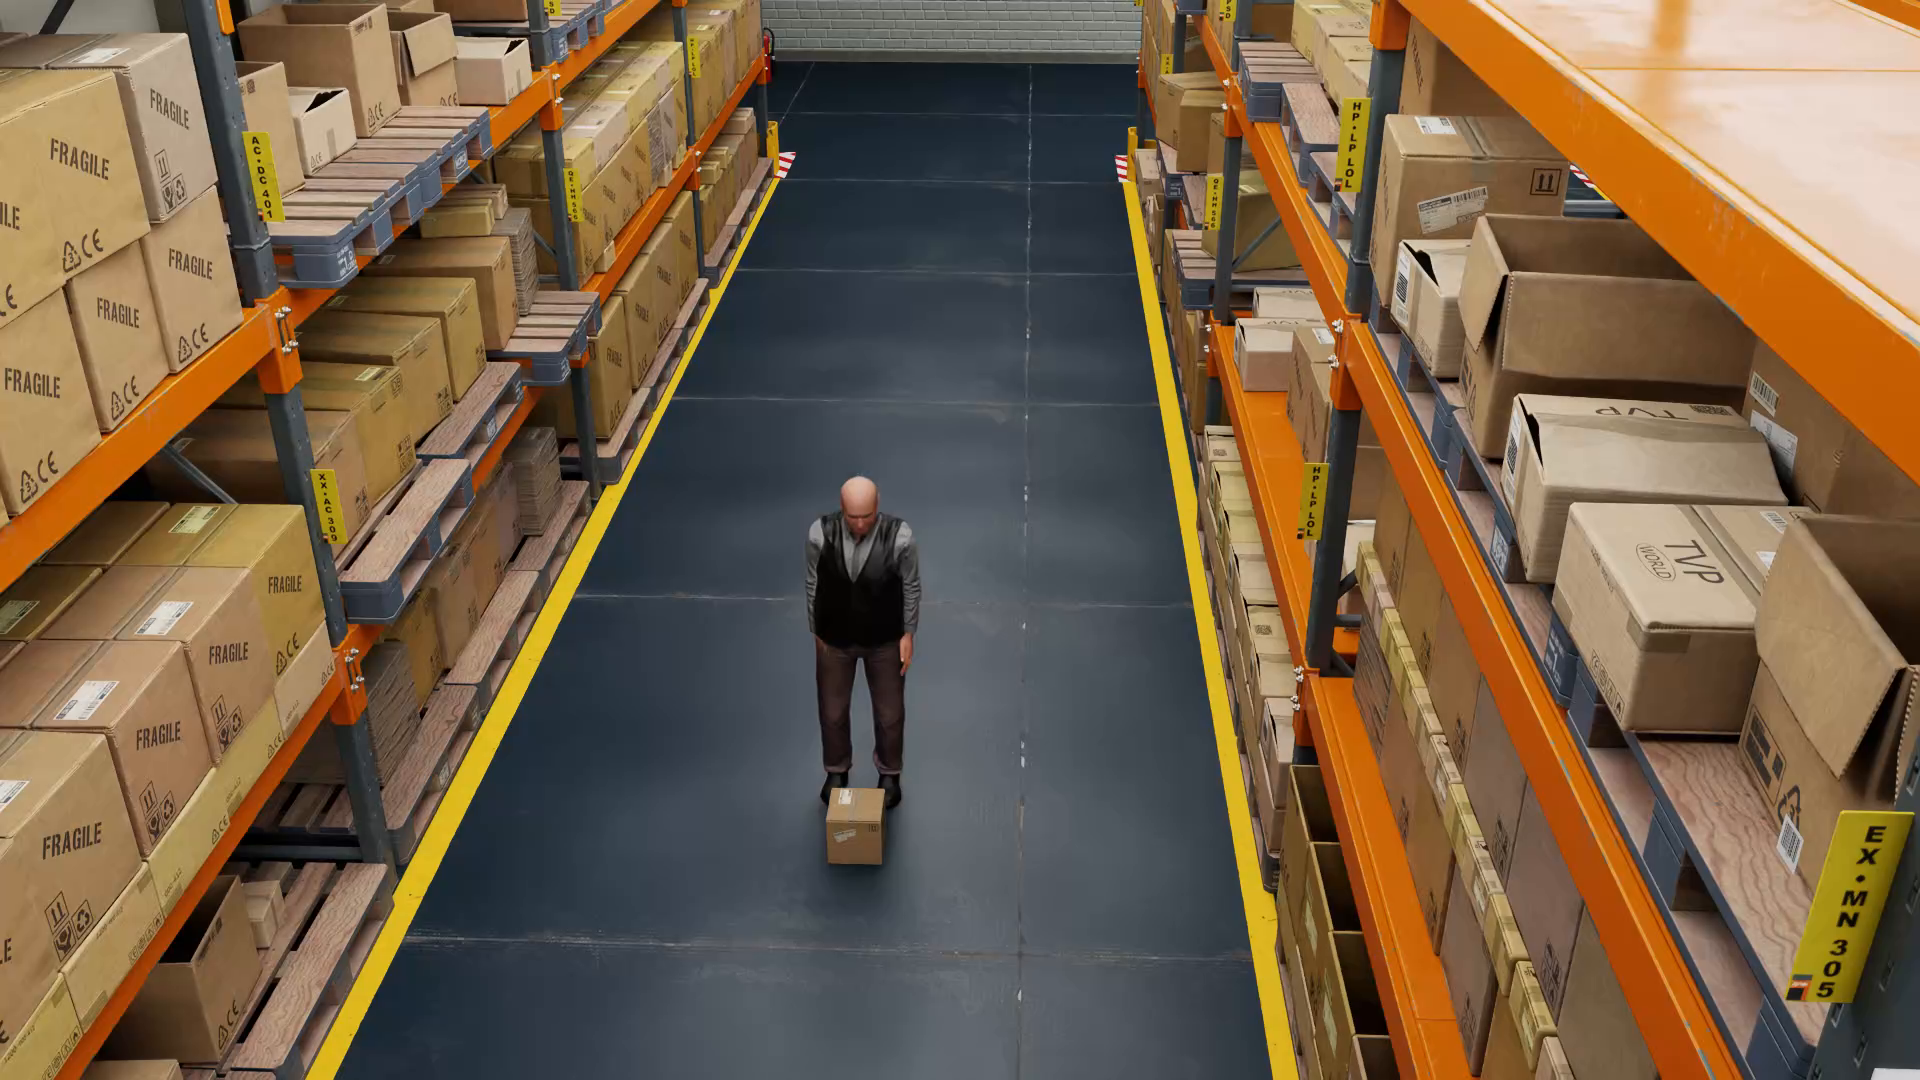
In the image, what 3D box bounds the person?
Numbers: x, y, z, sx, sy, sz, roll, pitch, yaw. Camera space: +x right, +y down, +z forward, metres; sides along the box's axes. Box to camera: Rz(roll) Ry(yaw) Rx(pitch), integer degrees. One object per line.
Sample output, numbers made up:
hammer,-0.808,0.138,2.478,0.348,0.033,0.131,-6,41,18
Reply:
person,-0.445,0.463,7.794,0.540,1.706,0.364,2,28,3
